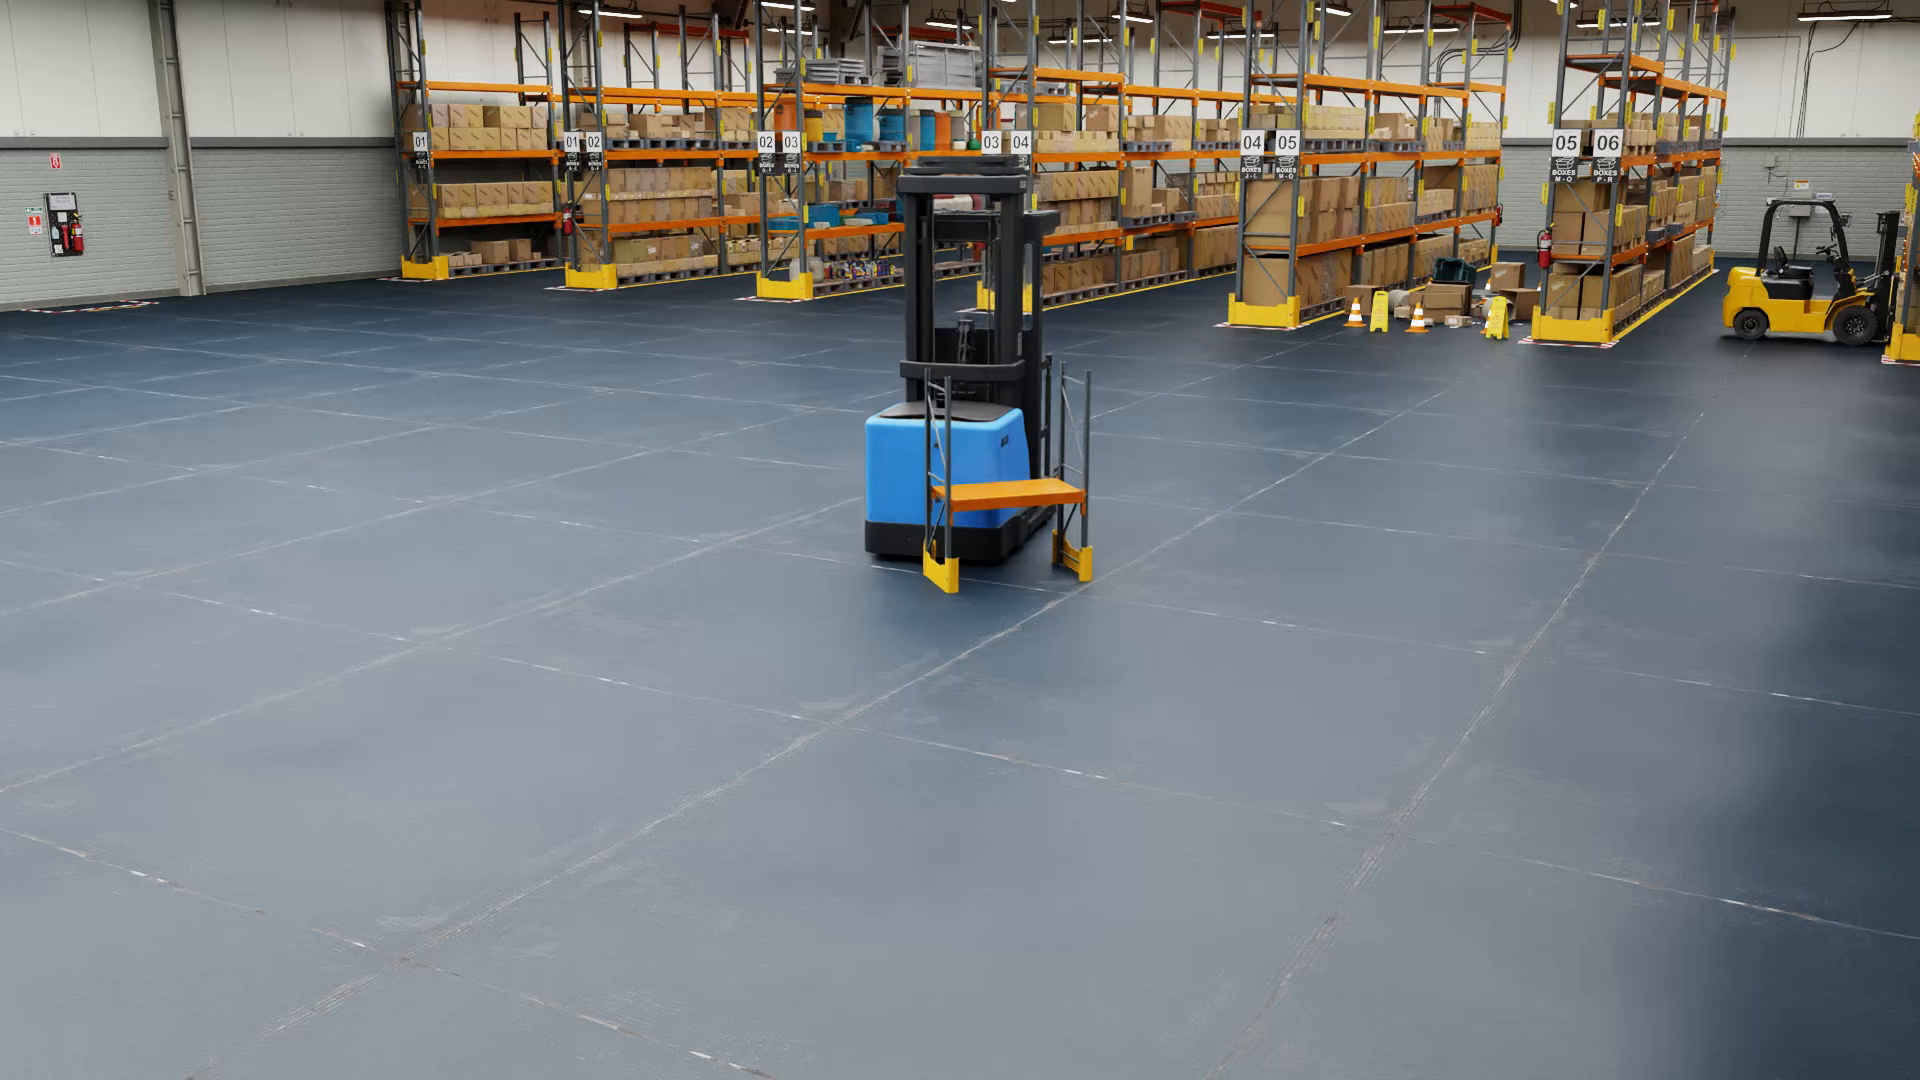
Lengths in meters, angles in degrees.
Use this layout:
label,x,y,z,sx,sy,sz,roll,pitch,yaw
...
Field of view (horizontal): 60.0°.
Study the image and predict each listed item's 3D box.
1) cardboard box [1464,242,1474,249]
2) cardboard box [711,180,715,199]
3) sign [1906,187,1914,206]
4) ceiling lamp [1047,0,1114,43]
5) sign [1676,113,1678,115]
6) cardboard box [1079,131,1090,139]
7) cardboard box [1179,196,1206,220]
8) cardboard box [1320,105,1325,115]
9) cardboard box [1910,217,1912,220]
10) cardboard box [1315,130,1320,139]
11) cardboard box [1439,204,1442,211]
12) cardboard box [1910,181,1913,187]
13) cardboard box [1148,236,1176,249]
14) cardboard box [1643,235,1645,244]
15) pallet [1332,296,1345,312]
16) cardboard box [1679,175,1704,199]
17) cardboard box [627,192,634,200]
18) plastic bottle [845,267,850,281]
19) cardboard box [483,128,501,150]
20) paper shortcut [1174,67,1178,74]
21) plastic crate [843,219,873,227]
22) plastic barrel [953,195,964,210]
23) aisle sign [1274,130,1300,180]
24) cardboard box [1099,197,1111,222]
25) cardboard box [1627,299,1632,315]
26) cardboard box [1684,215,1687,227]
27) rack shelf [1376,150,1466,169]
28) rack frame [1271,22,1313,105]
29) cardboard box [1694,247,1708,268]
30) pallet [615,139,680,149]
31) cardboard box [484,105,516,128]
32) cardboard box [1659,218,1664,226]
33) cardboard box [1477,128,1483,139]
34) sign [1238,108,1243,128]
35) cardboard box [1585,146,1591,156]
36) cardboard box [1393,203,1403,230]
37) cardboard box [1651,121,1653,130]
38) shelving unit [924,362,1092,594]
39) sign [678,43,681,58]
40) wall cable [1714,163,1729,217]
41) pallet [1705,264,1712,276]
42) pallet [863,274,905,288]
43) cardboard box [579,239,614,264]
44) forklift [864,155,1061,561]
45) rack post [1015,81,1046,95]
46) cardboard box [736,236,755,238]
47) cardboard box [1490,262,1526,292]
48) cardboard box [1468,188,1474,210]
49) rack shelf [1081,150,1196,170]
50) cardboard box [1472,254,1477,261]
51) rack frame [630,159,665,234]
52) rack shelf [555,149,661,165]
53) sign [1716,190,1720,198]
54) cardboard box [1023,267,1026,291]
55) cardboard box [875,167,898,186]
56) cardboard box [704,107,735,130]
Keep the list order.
label,x,y,z,sx,sy,sz,roll,pitch,yaw
cardboard box,12.080,-7.055,39.816,0.380,0.149,0.250,7,15,28
cardboard box,-7.074,-9.618,45.638,0.500,0.500,0.500,8,16,30
sign,17.270,-6.245,30.234,0.100,0.325,0.005,7,15,28
ceiling lamp,3.411,-16.130,48.285,2.000,3.185,0.800,7,15,28
sign,16.787,-9.849,39.054,0.100,0.325,0.005,7,15,28
cardboard box,2.257,-7.733,31.779,0.380,0.149,0.250,8,16,31
cardboard box,5.201,-7.463,37.374,0.500,0.500,0.500,8,16,30
cardboard box,5.962,-7.286,28.179,0.380,0.149,0.250,8,15,29
cardboard box,15.830,-5.140,27.207,0.500,0.250,0.500,7,15,27
cardboard box,5.844,-6.848,28.064,0.380,0.149,0.250,7,15,28
cardboard box,10.438,-7.348,36.752,0.380,0.149,0.250,7,15,26
cardboard box,20.437,-7.368,35.280,0.500,0.500,0.500,8,16,29
cardboard box,4.430,-6.567,36.670,0.500,0.250,0.500,8,16,30
cardboard box,11.581,-5.179,28.652,0.380,0.149,0.250,7,15,27
pallet,6.651,-4.439,30.996,1.003,0.211,1.213,7,15,28
cardboard box,15.779,-7.648,36.010,0.500,0.500,0.500,7,15,28
cardboard box,-7.184,-7.352,35.534,0.380,0.149,0.250,7,15,28
plastic bottle,-2.326,-5.489,34.285,0.097,0.271,0.097,0,14,0
cardboard box,-10.989,-9.270,38.427,0.500,0.500,0.500,8,16,31
paper shortcut,4.906,-10.660,37.752,0.009,0.170,0.078,19,-11,25
plastic crate,-2.105,-6.596,34.554,0.530,0.136,0.437,7,15,28
plastic barrel,-0.122,-7.639,38.081,0.421,0.512,0.421,0,14,0
aisle sign,5.382,-6.336,27.369,0.394,0.787,0.004,7,15,28
cardboard box,2.523,-6.632,33.296,0.875,0.500,0.500,7,15,28
cardboard box,10.920,-3.903,27.794,0.500,0.250,0.500,8,16,29
cardboard box,14.587,-6.537,34.070,0.500,0.250,0.500,7,15,28
rack shelf,9.988,-8.281,36.118,1.077,0.370,4.000,7,15,28
rack frame,8.595,-11.903,43.205,1.000,3.000,0.127,7,15,28
cardboard box,16.604,-6.487,38.111,0.875,0.438,0.875,8,16,30
pallet,-6.856,-8.636,36.242,1.003,0.211,1.213,7,15,28
cardboard box,-10.718,-9.855,38.723,0.500,0.500,0.500,7,15,26
cardboard box,12.667,-5.826,30.437,0.380,0.149,0.250,8,16,30
cardboard box,11.898,-9.486,38.835,0.500,0.250,0.500,8,16,29
sign,4.685,-7.036,27.696,0.100,0.325,0.005,7,15,28
cardboard box,9.713,-6.127,26.185,0.380,0.149,0.250,8,16,30
cardboard box,8.554,-6.483,33.313,0.500,0.500,0.500,7,15,27
cardboard box,11.449,-6.974,27.994,0.380,0.149,0.250,7,15,27
shelving unit,0.337,-0.459,11.736,1.083,1.500,0.587,-5,14,-18
sign,-6.357,-11.116,37.778,0.100,0.325,0.005,7,15,28
wall cable,19.976,-9.532,43.938,0.585,1.953,0.123,7,15,28
pallet,16.952,-6.335,38.861,1.003,0.211,1.213,7,15,28
pallet,-1.903,-5.597,35.799,1.003,0.211,1.213,7,15,28
cardboard box,-7.811,-6.203,35.732,0.500,0.500,0.500,7,15,28
forklift,0.171,-1.572,13.300,1.130,2.935,3.031,4,14,15
rack post,1.459,-10.971,40.405,0.937,0.300,0.954,9,16,34
cardboard box,-5.196,-7.215,40.337,0.500,0.311,0.500,7,15,27
cardboard box,9.897,-4.750,30.054,0.500,0.500,0.500,7,15,28
cardboard box,11.648,-7.952,38.768,0.500,0.500,0.500,7,15,28
rack shelf,3.761,-8.043,35.131,1.077,0.370,4.000,7,15,28
cardboard box,12.251,-6.816,40.094,0.380,0.149,0.250,8,16,29
rack frame,-8.280,-9.029,44.084,1.000,3.000,0.127,7,15,28
rack shelf,-9.247,-9.727,42.115,1.077,0.370,4.000,7,15,28
sign,19.963,-9.173,44.104,0.327,0.218,0.001,7,15,28
cardboard box,1.177,-4.819,31.060,0.500,0.500,0.500,11,17,38
cardboard box,-1.991,-9.957,45.586,0.500,0.500,0.500,7,15,28
cardboard box,-5.543,-9.724,38.390,0.500,0.500,0.500,8,15,29
